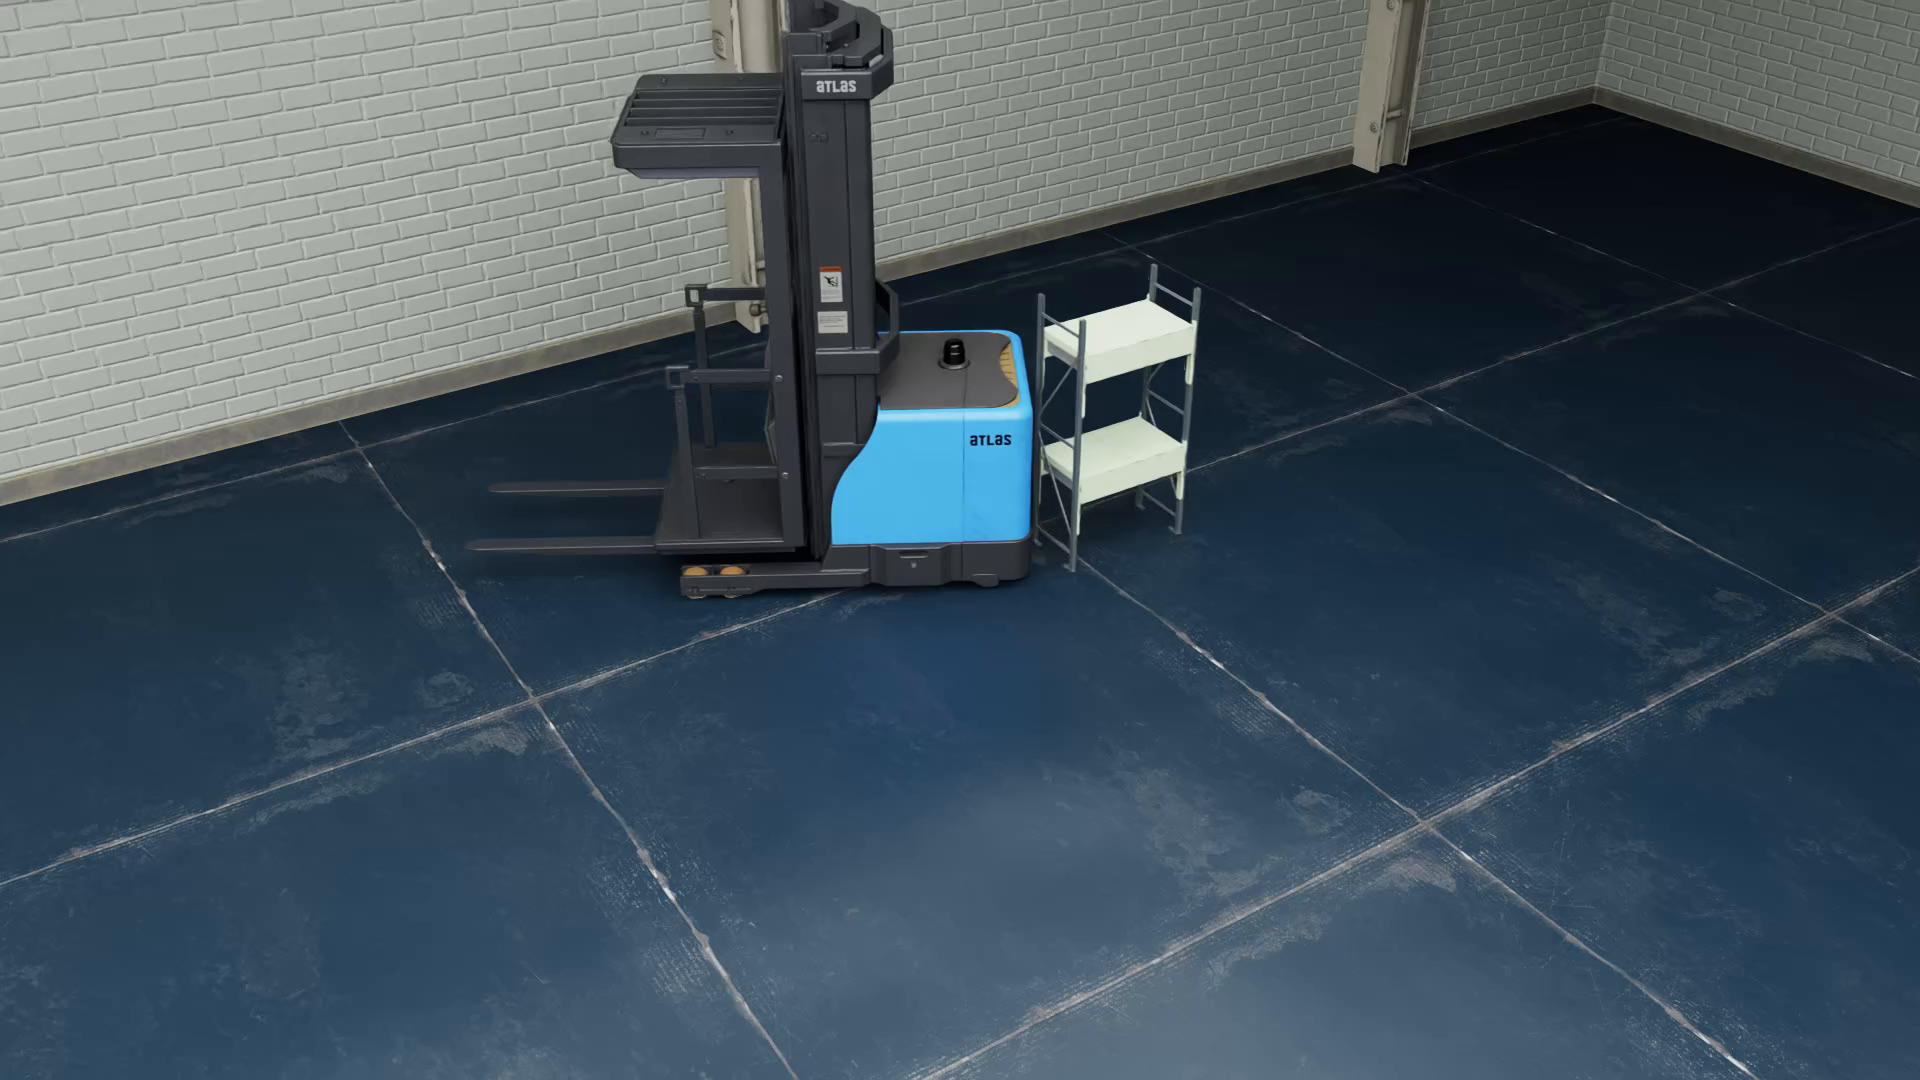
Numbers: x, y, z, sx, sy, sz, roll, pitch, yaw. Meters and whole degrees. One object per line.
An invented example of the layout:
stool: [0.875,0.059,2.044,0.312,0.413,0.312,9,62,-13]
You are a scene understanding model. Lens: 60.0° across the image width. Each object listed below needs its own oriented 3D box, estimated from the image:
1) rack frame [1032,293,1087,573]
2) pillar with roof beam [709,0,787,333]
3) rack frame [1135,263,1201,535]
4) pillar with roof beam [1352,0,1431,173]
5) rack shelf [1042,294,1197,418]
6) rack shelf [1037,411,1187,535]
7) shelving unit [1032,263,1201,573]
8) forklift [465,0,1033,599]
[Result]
rack frame: [0.517,-0.547,8.833,0.023,1.500,0.400,-19,37,-27]
pillar with roof beam: [0.968,-3.451,6.408,0.400,9.000,9.100,-19,37,-27]
rack frame: [1.137,-0.755,9.163,0.023,1.500,0.400,-19,37,-27]
pillar with roof beam: [6.011,-5.185,9.157,0.400,9.000,9.100,-19,37,-27]
rack shelf: [0.827,-0.981,8.790,0.720,0.370,0.431,-19,37,-27]
rack shelf: [0.827,-0.375,9.172,0.720,0.370,0.431,-19,37,-27]
shelving unit: [0.827,-0.651,8.998,0.755,1.500,0.431,-19,37,-27]
forklift: [-1.146,-1.215,8.550,3.031,2.935,1.130,-1,32,-2]
